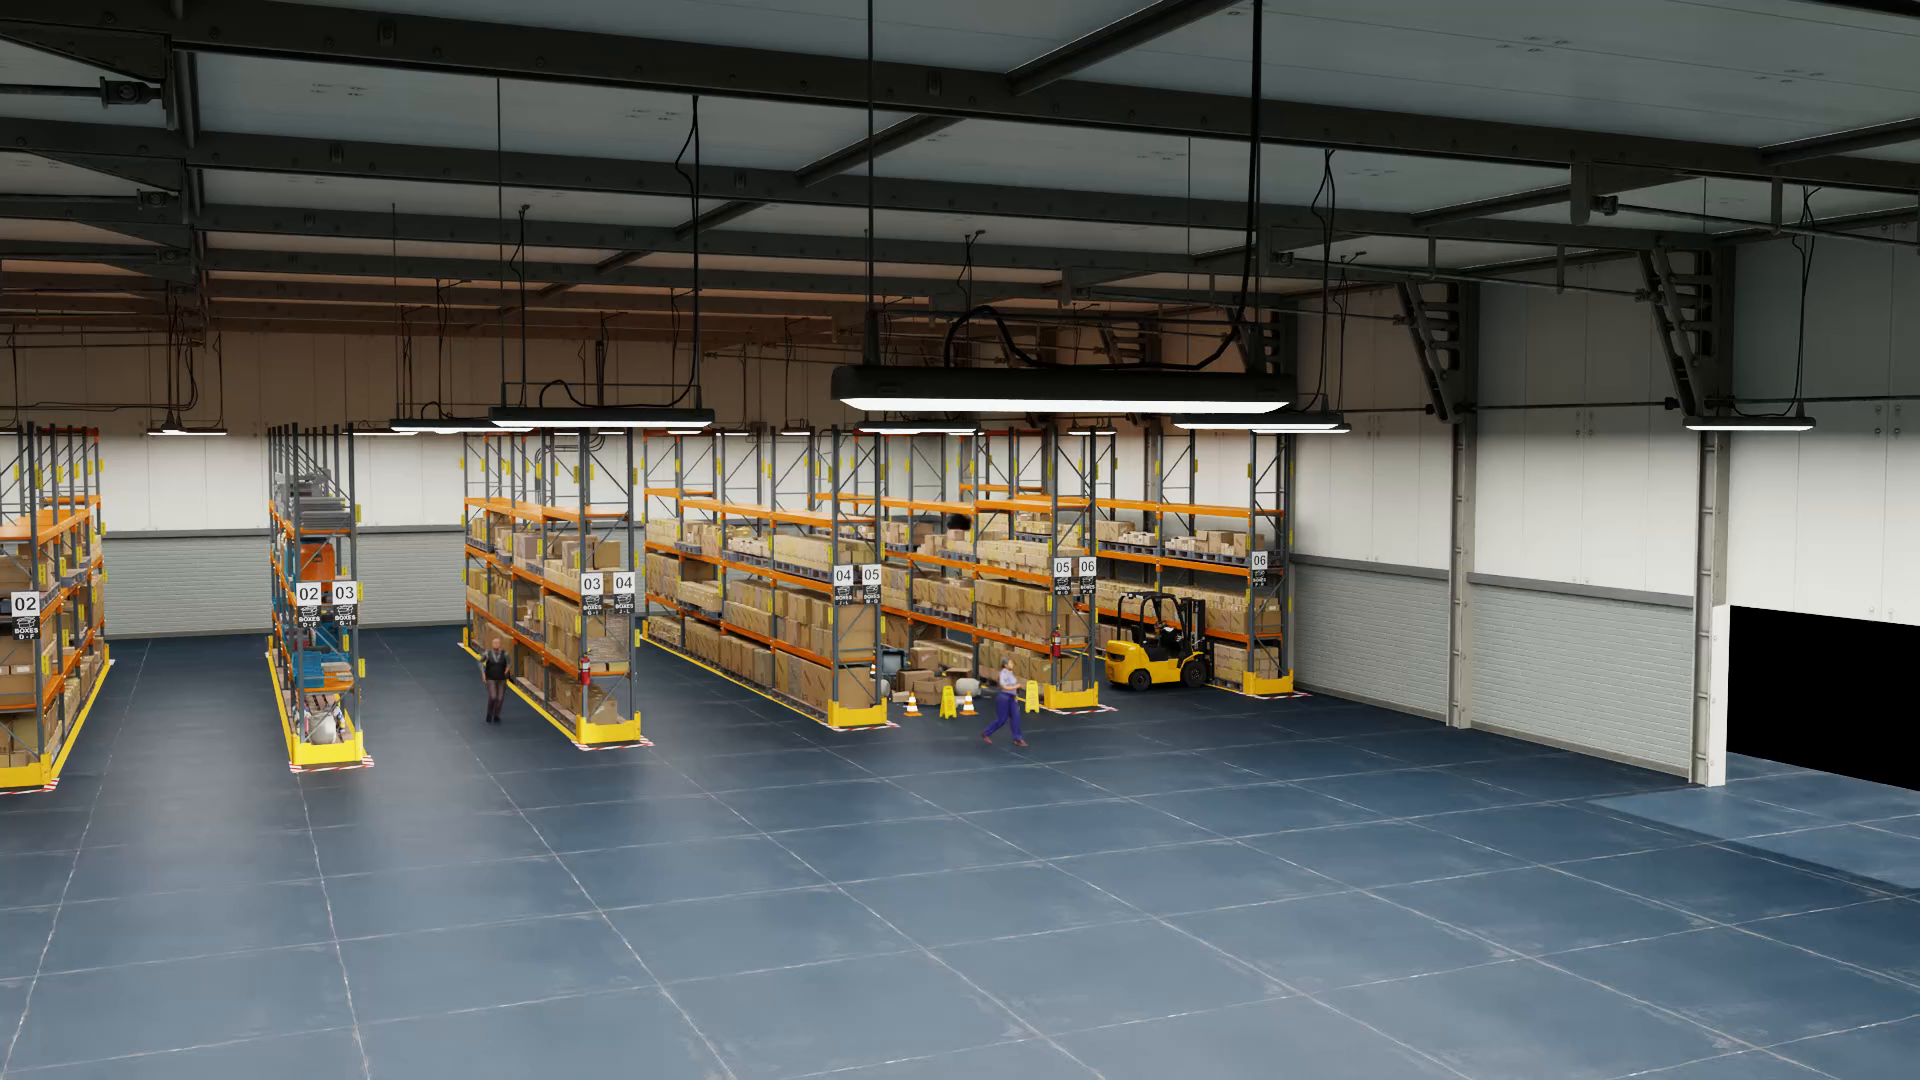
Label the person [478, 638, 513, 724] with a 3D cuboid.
[{"bbox_3d":[-9.299,2.827,33.400,0.658,1.708,0.677,-2,4,-26],"label":"person"}]

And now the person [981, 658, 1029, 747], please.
[{"bbox_3d":[0.835,2.998,30.787,0.903,1.654,0.632,1,4,16],"label":"person"}]
